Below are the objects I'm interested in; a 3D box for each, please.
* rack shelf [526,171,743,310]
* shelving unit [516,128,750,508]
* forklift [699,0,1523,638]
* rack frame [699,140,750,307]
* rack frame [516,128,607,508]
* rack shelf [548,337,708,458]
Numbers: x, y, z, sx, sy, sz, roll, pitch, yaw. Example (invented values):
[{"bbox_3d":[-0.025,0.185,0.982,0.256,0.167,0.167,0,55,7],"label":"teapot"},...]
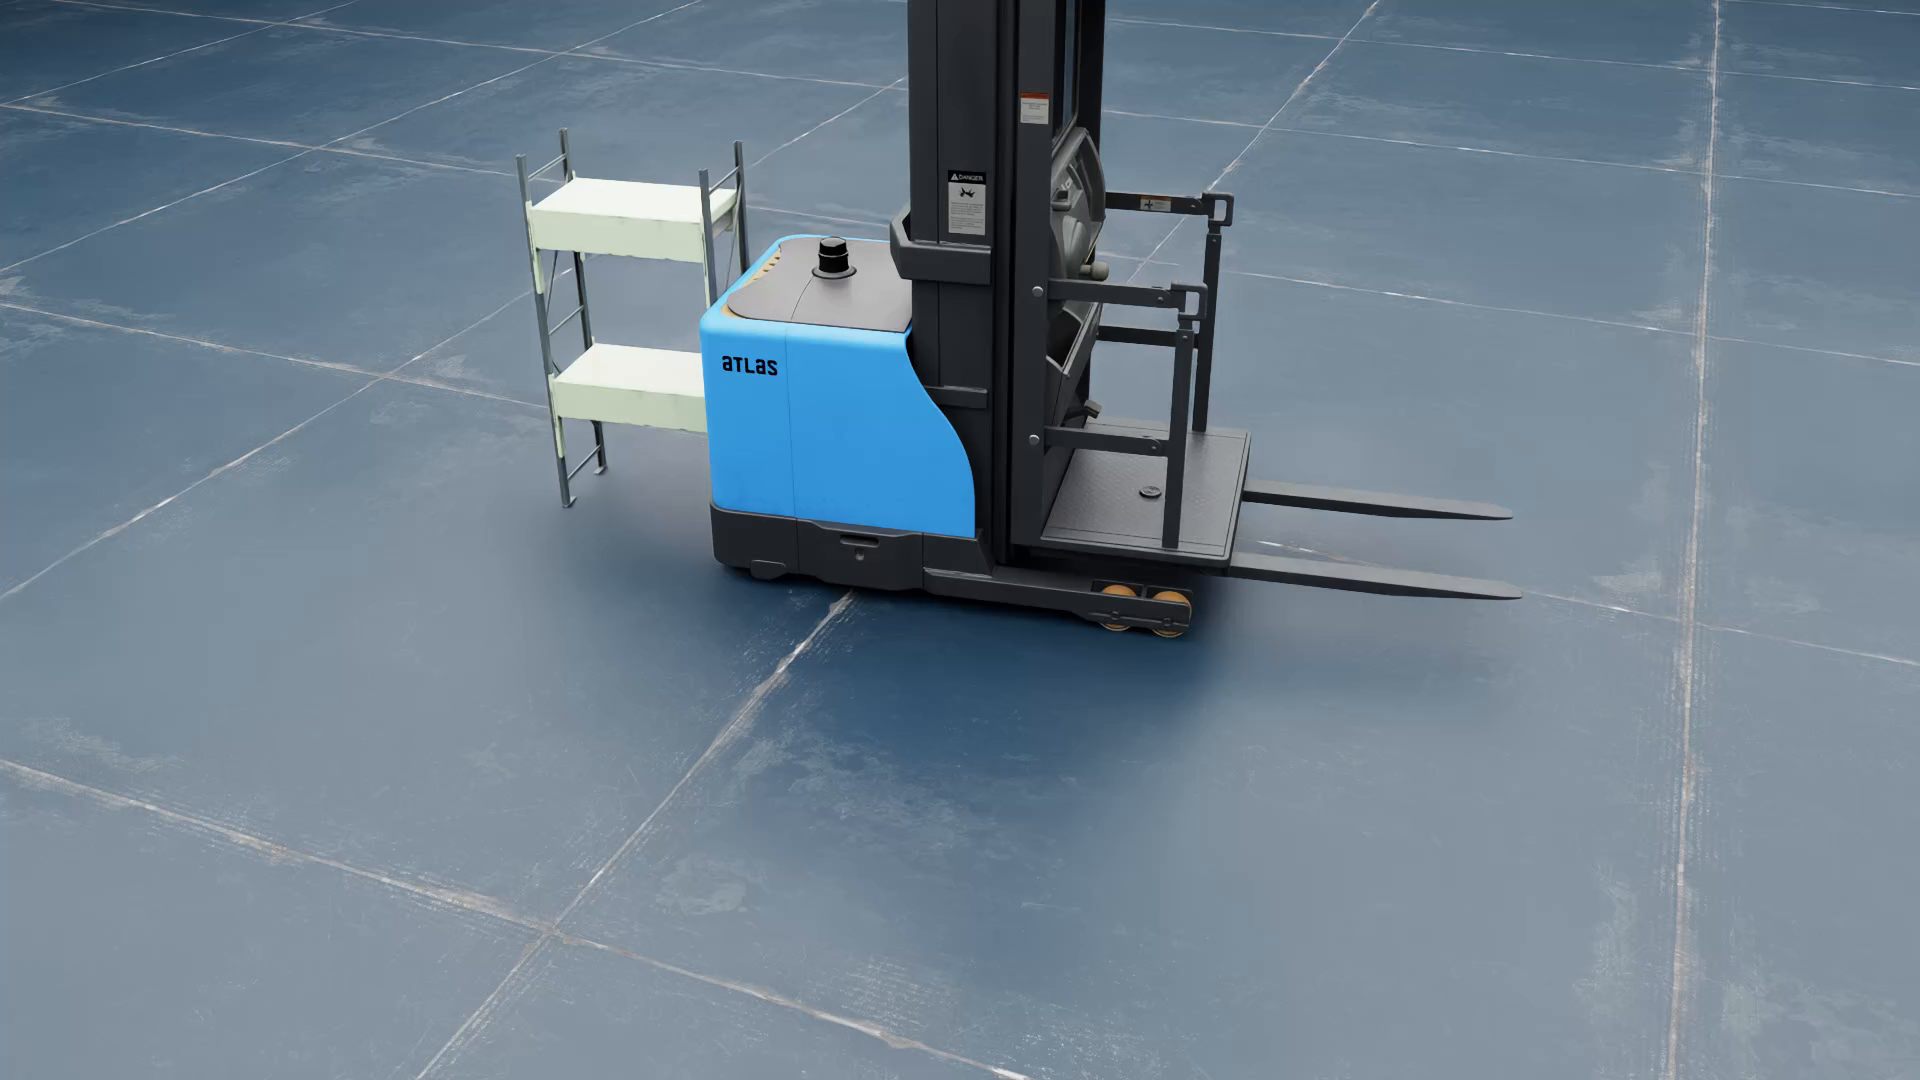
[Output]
[{"bbox_3d":[-1.258,-1.182,6.524,0.720,0.370,0.431,7,30,12],"label":"rack shelf"},{"bbox_3d":[-1.258,-0.842,6.716,0.755,1.500,0.431,7,30,12],"label":"shelving unit"},{"bbox_3d":[0.610,-1.206,5.905,3.031,2.935,1.130,7,30,11],"label":"forklift"},{"bbox_3d":[-0.902,-0.800,6.641,0.023,1.500,0.400,7,30,12],"label":"rack frame"},{"bbox_3d":[-1.614,-0.885,6.791,0.023,1.500,0.400,7,30,12],"label":"rack frame"},{"bbox_3d":[-1.258,-0.558,6.876,0.720,0.370,0.431,7,30,12],"label":"rack shelf"}]
